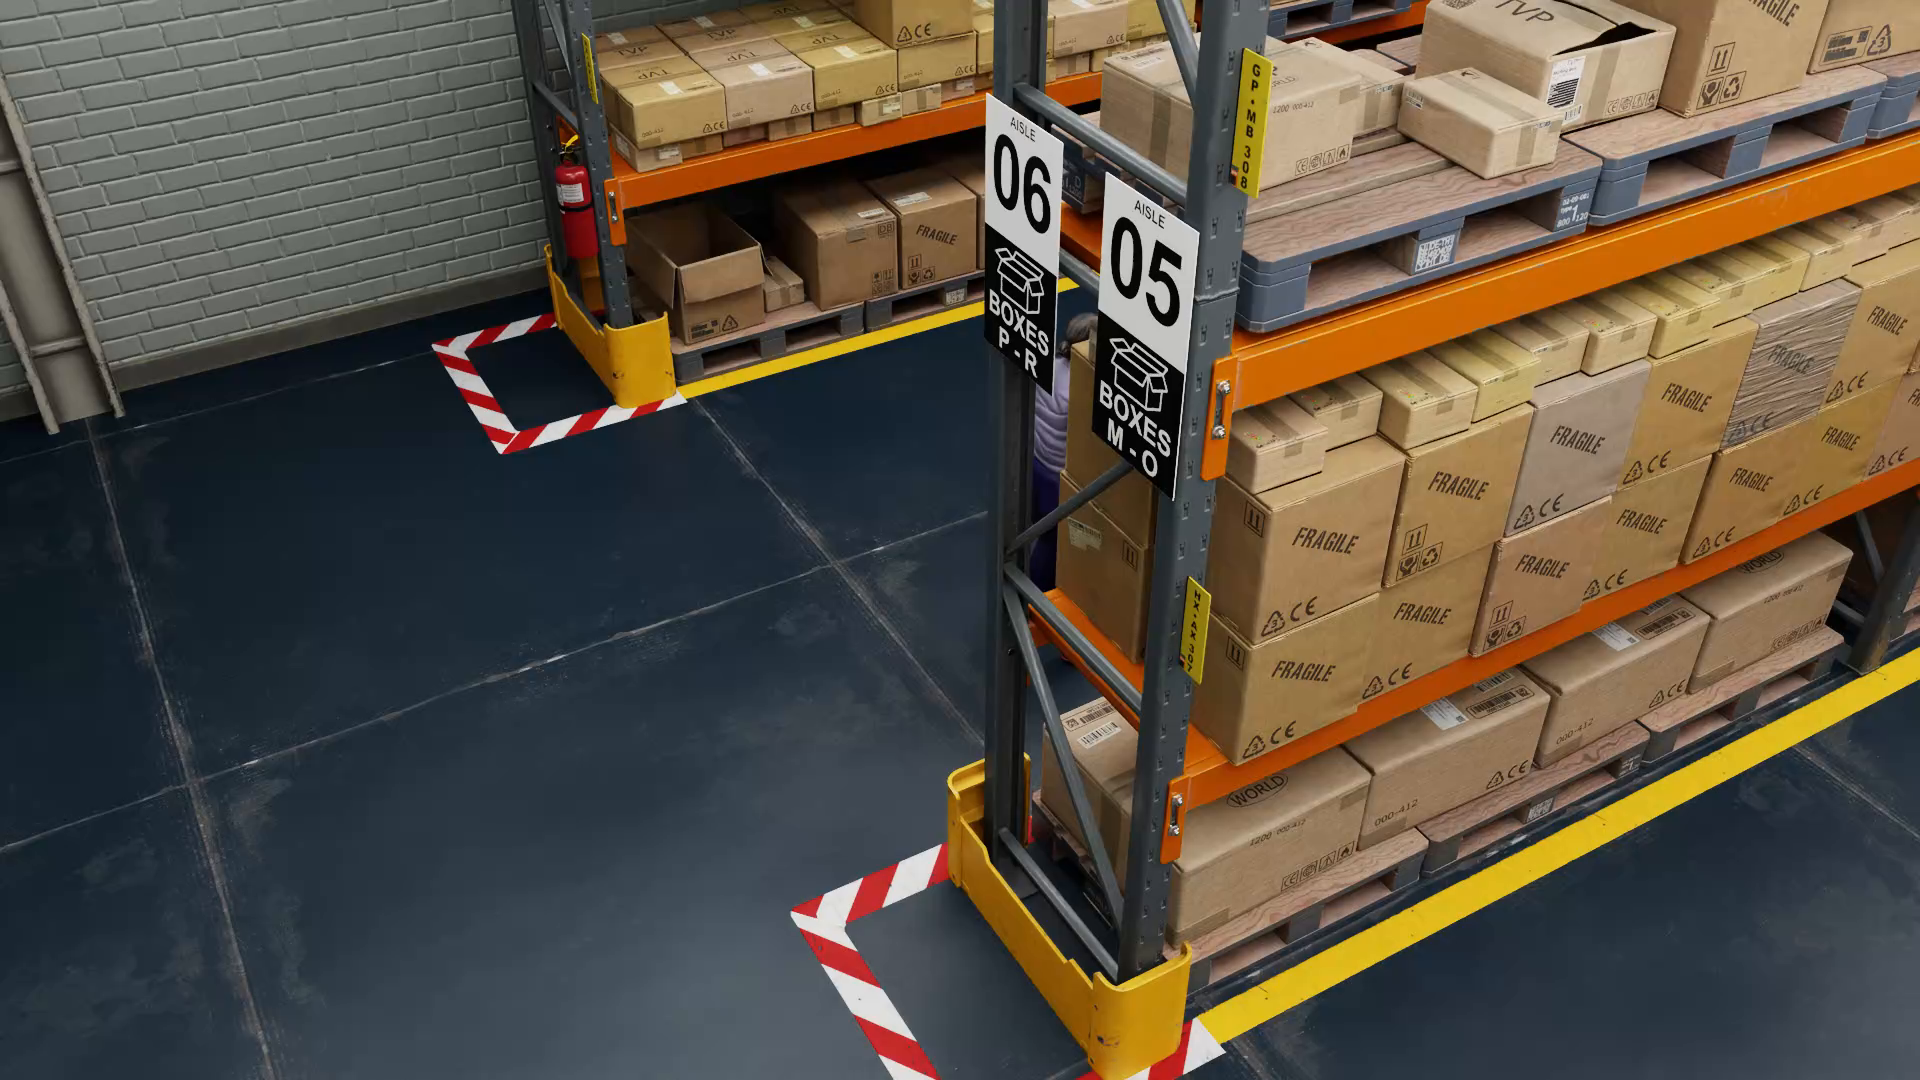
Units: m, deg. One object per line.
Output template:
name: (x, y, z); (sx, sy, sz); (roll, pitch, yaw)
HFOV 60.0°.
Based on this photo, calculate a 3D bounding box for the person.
person: (0.473, -0.222, 7.228); (0.367, 1.651, 0.547); (-20, 41, -24)
